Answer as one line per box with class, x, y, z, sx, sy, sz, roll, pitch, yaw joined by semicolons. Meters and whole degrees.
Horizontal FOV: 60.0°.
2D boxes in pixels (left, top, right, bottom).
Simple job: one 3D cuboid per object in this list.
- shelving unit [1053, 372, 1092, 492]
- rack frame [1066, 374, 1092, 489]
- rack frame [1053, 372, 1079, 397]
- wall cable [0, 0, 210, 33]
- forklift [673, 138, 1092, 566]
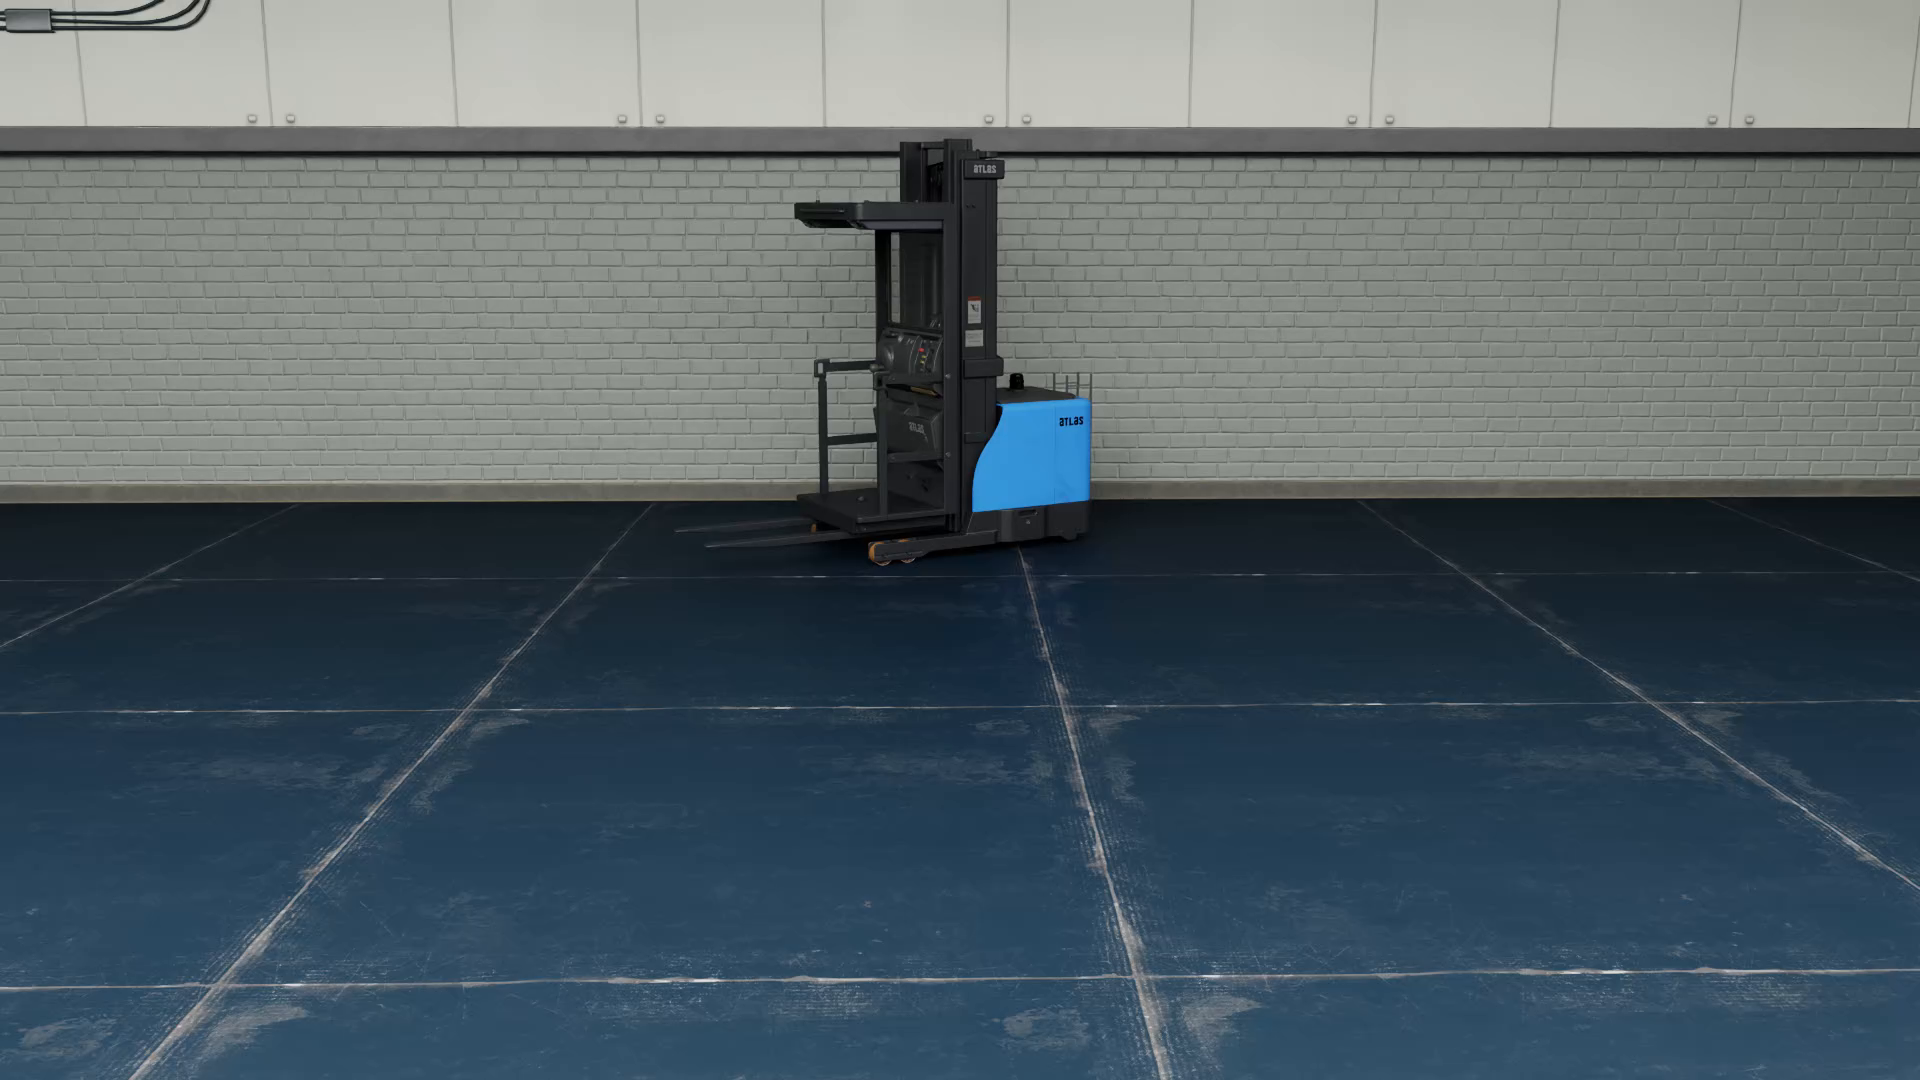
shelving unit;0.872;-0.700;12.991;0.258;1.200;0.189;-6;13;-28
rack frame;0.916;-0.684;12.912;0.240;1.200;0.006;-6;13;-28
rack frame;0.827;-0.716;13.069;0.240;1.200;0.006;-6;13;-28
wall cable;-7.104;-6.383;12.837;2.305;6.003;0.169;0;11;-1
forklift;-0.549;-1.376;11.969;3.031;2.935;1.130;-6;13;-28
